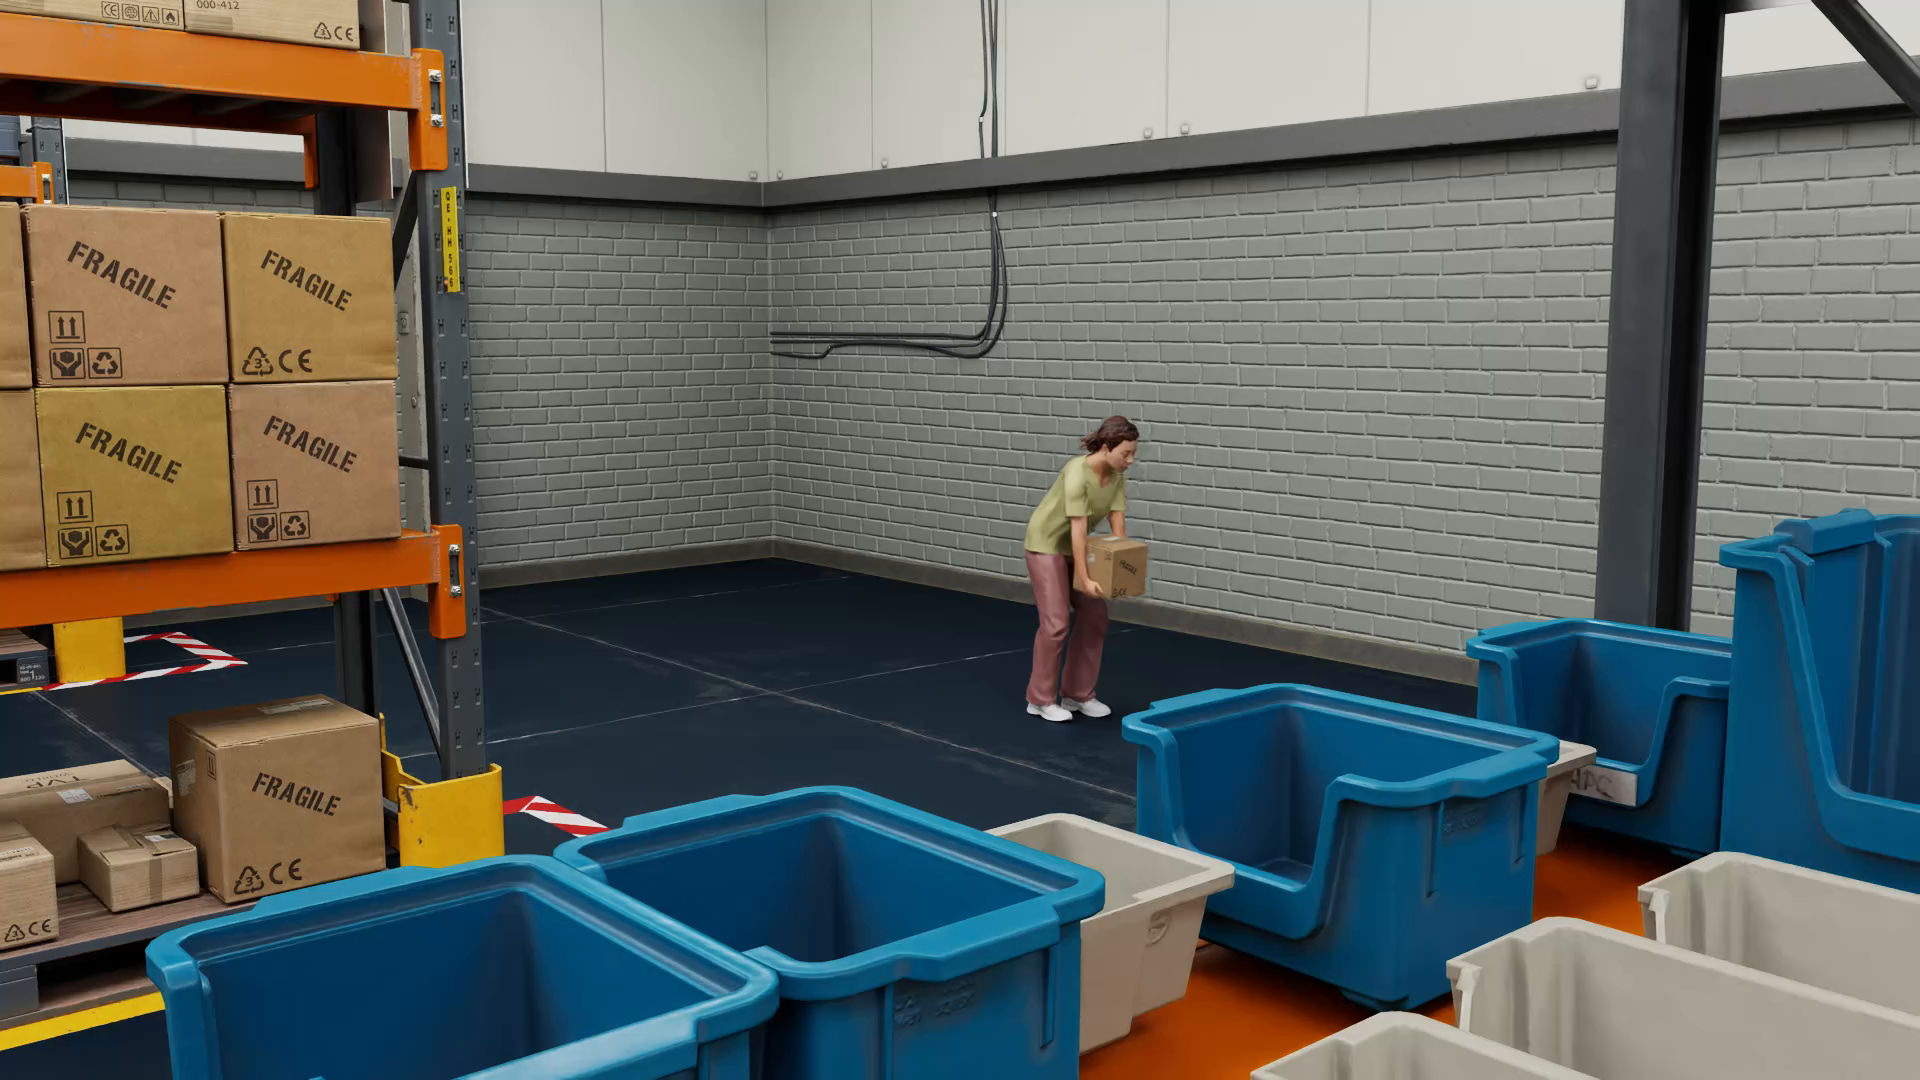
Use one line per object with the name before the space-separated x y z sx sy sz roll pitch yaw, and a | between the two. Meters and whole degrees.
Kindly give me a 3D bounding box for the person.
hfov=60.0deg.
person | 0.618 0.141 8.282 0.411 1.533 0.636 -7 10 -42
